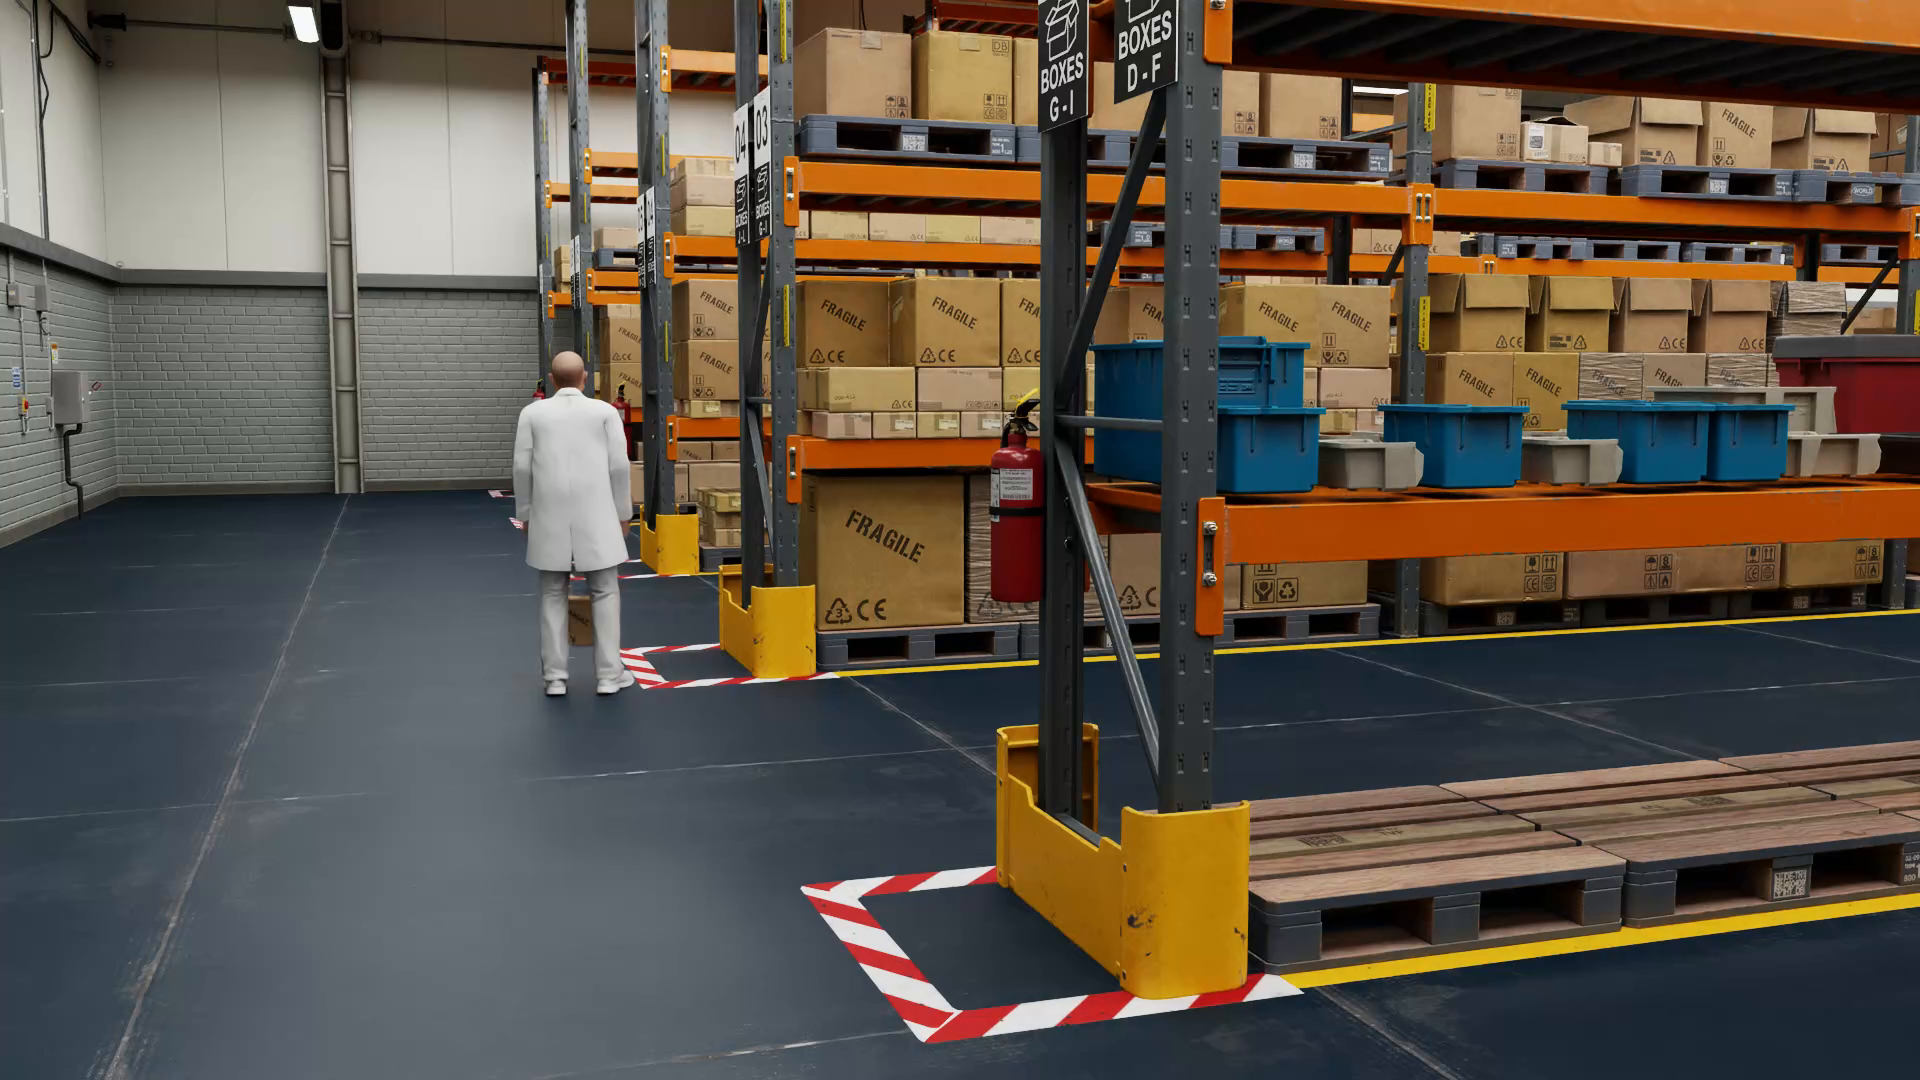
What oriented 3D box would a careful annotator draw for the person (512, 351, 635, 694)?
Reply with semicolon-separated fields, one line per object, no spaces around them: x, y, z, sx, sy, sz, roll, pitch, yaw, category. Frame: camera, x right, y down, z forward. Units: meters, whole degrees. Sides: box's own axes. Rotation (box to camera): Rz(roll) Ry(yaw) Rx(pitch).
-2.012;-0.090;8.670;0.601;1.776;0.425;-1;6;-7;person
